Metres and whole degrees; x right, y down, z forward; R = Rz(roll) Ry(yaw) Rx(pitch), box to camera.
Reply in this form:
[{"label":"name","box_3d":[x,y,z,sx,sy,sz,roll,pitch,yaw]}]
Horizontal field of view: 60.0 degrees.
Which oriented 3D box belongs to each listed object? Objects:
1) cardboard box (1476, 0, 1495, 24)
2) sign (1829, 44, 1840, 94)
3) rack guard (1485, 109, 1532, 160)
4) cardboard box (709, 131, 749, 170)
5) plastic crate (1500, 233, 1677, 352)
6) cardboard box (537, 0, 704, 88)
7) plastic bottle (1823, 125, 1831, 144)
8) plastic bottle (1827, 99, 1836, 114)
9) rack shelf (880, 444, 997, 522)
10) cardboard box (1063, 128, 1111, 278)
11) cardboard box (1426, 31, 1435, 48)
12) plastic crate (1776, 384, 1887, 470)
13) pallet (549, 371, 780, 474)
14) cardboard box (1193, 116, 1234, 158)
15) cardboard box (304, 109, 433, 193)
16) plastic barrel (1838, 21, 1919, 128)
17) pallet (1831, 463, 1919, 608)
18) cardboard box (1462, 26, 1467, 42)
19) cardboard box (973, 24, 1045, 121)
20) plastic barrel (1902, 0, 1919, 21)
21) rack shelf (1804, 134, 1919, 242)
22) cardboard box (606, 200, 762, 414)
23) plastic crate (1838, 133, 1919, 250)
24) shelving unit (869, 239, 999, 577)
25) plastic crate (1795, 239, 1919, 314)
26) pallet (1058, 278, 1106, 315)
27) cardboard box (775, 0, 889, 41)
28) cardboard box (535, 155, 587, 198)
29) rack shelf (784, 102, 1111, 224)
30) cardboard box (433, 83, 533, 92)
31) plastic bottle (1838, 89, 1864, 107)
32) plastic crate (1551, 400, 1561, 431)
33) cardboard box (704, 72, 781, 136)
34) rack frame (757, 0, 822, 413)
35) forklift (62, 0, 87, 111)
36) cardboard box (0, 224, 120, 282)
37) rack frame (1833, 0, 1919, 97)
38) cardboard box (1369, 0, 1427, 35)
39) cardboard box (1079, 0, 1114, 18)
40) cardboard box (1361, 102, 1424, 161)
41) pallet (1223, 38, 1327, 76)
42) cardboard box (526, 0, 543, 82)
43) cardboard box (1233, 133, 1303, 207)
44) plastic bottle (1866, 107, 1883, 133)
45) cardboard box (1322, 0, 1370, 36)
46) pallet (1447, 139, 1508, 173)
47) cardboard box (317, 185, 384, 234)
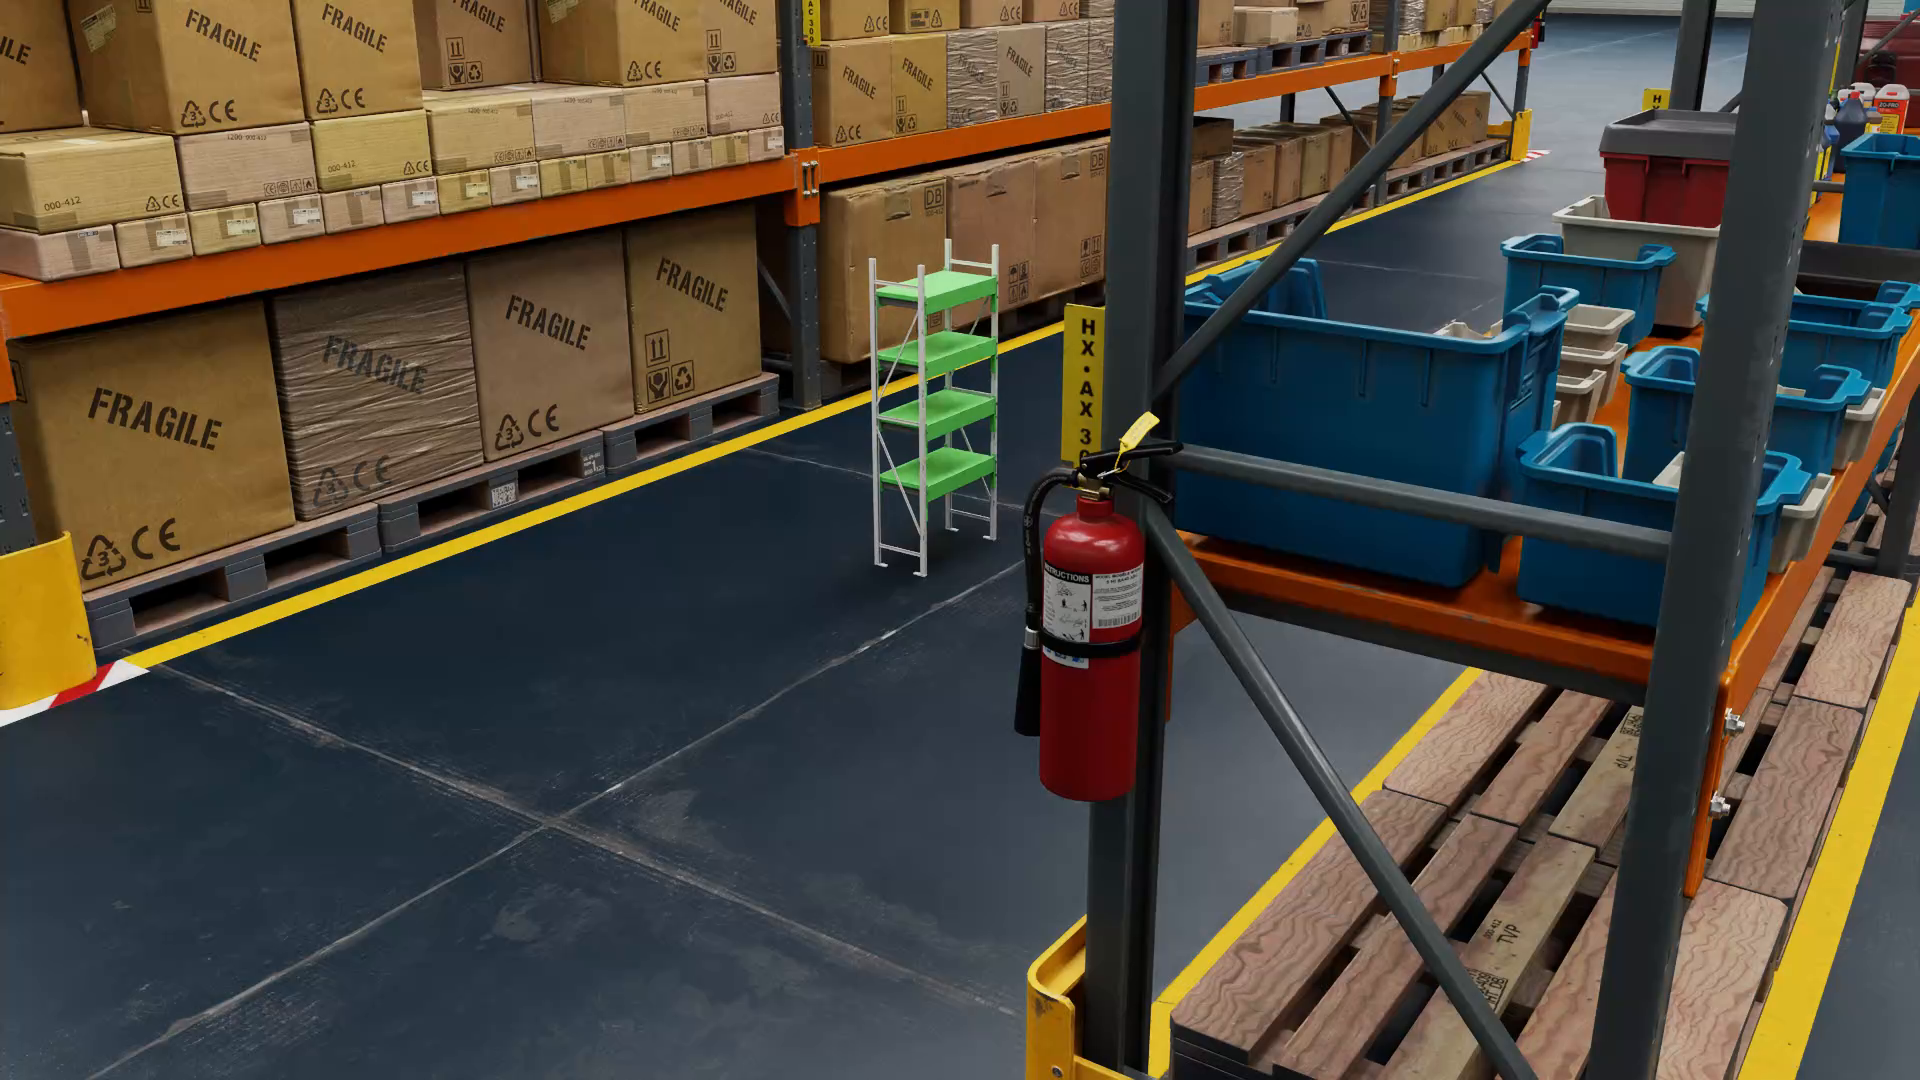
[{"label":"cardboard box","box_3d":[4.751,-5.349,16.328,0.875,0.500,0.500,13,24,32]},{"label":"sign","box_3d":[4.722,-2.537,9.065,0.100,0.325,0.005,13,24,32]},{"label":"rack guard","box_3d":[5.539,-4.422,18.000,1.175,0.500,0.348,13,24,32]},{"label":"cardboard box","box_3d":[-1.209,-1.830,7.751,0.380,0.149,0.250,14,24,33]},{"label":"plastic crate","box_3d":[1.626,-0.649,4.350,0.416,0.233,0.300,13,24,32]},{"label":"cardboard box","box_3d":[-1.486,-2.267,7.278,0.500,0.500,0.500,14,24,32]},{"label":"plastic bottle","box_3d":[3.565,-1.592,6.932,0.097,0.271,0.097,0,20,0]},{"label":"plastic bottle","box_3d":[4.118,-1.969,7.949,0.097,0.271,0.097,0,20,0]},{"label":"rack shelf","box_3d":[-0.093,-0.230,6.534,0.258,0.148,0.480,13,24,32]},{"label":"cardboard box","box_3d":[0.680,-2.328,11.191,1.225,0.875,0.875,12,23,29]},{"label":"cardboard box","box_3d":[4.105,-4.574,15.169,0.380,0.149,0.250,13,24,32]},{"label":"plastic crate","box_3d":[1.725,-0.242,3.388,0.250,0.136,0.298,13,24,32]},{"label":"pallet","box_3d":[-1.656,-0.663,8.252,1.003,0.211,1.213,13,24,32]},{"label":"cardboard box","box_3d":[1.726,-3.059,12.599,0.500,0.250,0.500,17,26,38]},{"label":"cardboard box","box_3d":[-2.347,-1.474,6.213,0.500,0.250,0.500,12,24,30]},{"label":"plastic barrel","box_3d":[5.191,-2.611,9.305,0.600,0.536,0.708,13,24,32]},{"label":"pallet","box_3d":[3.401,-0.113,6.766,1.003,0.211,1.213,13,24,32]},{"label":"cardboard box","box_3d":[4.638,-4.868,15.963,0.380,0.149,0.250,13,24,32]},{"label":"cardboard box","box_3d":[0.151,-2.741,9.707,0.500,0.500,0.500,14,24,33]},{"label":"plastic barrel","box_3d":[6.962,-3.686,11.684,0.600,0.901,0.708,13,24,32]},{"label":"rack shelf","box_3d":[4.057,-1.444,7.382,1.077,0.370,4.000,13,24,32]},{"label":"cardboard box","box_3d":[-1.601,-1.200,8.143,0.875,0.875,0.875,13,24,32]},{"label":"plastic crate","box_3d":[2.952,-1.028,5.156,0.392,0.384,0.575,13,24,32]},{"label":"shelving unit","box_3d":[-0.093,-0.515,6.428,0.258,1.200,0.503,13,24,32]},{"label":"plastic crate","box_3d":[2.525,-0.733,4.733,0.437,0.125,0.590,13,24,32]},{"label":"pallet","box_3d":[0.579,-1.802,11.332,1.003,0.211,1.213,13,24,32]},{"label":"cardboard box","box_3d":[-0.812,-2.876,8.626,0.797,0.503,0.637,13,24,30]},{"label":"cardboard box","box_3d":[-1.786,-1.536,6.955,0.380,0.149,0.250,13,24,31]},{"label":"rack shelf","box_3d":[-0.040,-2.410,9.993,1.077,0.370,4.000,13,24,32]},{"label":"cardboard box","box_3d":[-2.215,-1.867,7.277,0.500,0.250,0.500,14,24,33]},{"label":"plastic bottle","box_3d":[4.410,-2.103,8.306,0.152,0.276,0.135,13,24,32]},{"label":"plastic crate","box_3d":[0.993,-0.234,3.366,0.396,0.136,0.243,13,24,32]},{"label":"cardboard box","box_3d":[-1.195,-2.065,7.811,0.500,0.250,0.500,13,24,31]},{"label":"rack frame","box_3d":[-1.164,-2.174,8.317,1.000,3.000,0.127,13,24,32]},{"label":"forklift","box_3d":[-4.191,-2.136,8.316,1.130,2.935,3.031,12,23,29]},{"label":"cardboard box","box_3d":[-2.940,-0.945,5.359,0.380,0.149,0.250,14,24,32]},{"label":"rack frame","box_3d":[5.181,-2.355,8.809,1.000,3.000,0.127,13,24,32]},{"label":"cardboard box","box_3d":[3.637,-4.772,14.770,0.875,0.500,0.500,13,24,32]},{"label":"cardboard box","box_3d":[0.660,-3.632,10.670,0.797,0.503,0.637,14,25,34]},{"label":"cardboard box","box_3d":[4.191,-3.960,16.144,0.500,0.500,0.500,11,23,27]},{"label":"pallet","box_3d":[2.164,-3.807,13.010,1.003,0.211,1.213,13,24,32]},{"label":"cardboard box","box_3d":[-1.928,-2.367,7.547,0.500,0.500,0.500,13,24,32]},{"label":"cardboard box","box_3d":[2.373,-3.037,13.621,0.700,0.500,0.500,11,23,27]},{"label":"plastic bottle","box_3d":[4.524,-2.049,8.268,0.097,0.201,0.097,0,20,0]},{"label":"cardboard box","box_3d":[2.771,-4.747,13.803,1.000,1.000,1.000,13,24,32]},{"label":"pallet","box_3d":[5.053,-4.061,17.439,1.003,0.211,1.213,13,24,32]},{"label":"cardboard box","box_3d":[-2.364,-1.241,6.158,0.380,0.149,0.250,13,24,31]}]
